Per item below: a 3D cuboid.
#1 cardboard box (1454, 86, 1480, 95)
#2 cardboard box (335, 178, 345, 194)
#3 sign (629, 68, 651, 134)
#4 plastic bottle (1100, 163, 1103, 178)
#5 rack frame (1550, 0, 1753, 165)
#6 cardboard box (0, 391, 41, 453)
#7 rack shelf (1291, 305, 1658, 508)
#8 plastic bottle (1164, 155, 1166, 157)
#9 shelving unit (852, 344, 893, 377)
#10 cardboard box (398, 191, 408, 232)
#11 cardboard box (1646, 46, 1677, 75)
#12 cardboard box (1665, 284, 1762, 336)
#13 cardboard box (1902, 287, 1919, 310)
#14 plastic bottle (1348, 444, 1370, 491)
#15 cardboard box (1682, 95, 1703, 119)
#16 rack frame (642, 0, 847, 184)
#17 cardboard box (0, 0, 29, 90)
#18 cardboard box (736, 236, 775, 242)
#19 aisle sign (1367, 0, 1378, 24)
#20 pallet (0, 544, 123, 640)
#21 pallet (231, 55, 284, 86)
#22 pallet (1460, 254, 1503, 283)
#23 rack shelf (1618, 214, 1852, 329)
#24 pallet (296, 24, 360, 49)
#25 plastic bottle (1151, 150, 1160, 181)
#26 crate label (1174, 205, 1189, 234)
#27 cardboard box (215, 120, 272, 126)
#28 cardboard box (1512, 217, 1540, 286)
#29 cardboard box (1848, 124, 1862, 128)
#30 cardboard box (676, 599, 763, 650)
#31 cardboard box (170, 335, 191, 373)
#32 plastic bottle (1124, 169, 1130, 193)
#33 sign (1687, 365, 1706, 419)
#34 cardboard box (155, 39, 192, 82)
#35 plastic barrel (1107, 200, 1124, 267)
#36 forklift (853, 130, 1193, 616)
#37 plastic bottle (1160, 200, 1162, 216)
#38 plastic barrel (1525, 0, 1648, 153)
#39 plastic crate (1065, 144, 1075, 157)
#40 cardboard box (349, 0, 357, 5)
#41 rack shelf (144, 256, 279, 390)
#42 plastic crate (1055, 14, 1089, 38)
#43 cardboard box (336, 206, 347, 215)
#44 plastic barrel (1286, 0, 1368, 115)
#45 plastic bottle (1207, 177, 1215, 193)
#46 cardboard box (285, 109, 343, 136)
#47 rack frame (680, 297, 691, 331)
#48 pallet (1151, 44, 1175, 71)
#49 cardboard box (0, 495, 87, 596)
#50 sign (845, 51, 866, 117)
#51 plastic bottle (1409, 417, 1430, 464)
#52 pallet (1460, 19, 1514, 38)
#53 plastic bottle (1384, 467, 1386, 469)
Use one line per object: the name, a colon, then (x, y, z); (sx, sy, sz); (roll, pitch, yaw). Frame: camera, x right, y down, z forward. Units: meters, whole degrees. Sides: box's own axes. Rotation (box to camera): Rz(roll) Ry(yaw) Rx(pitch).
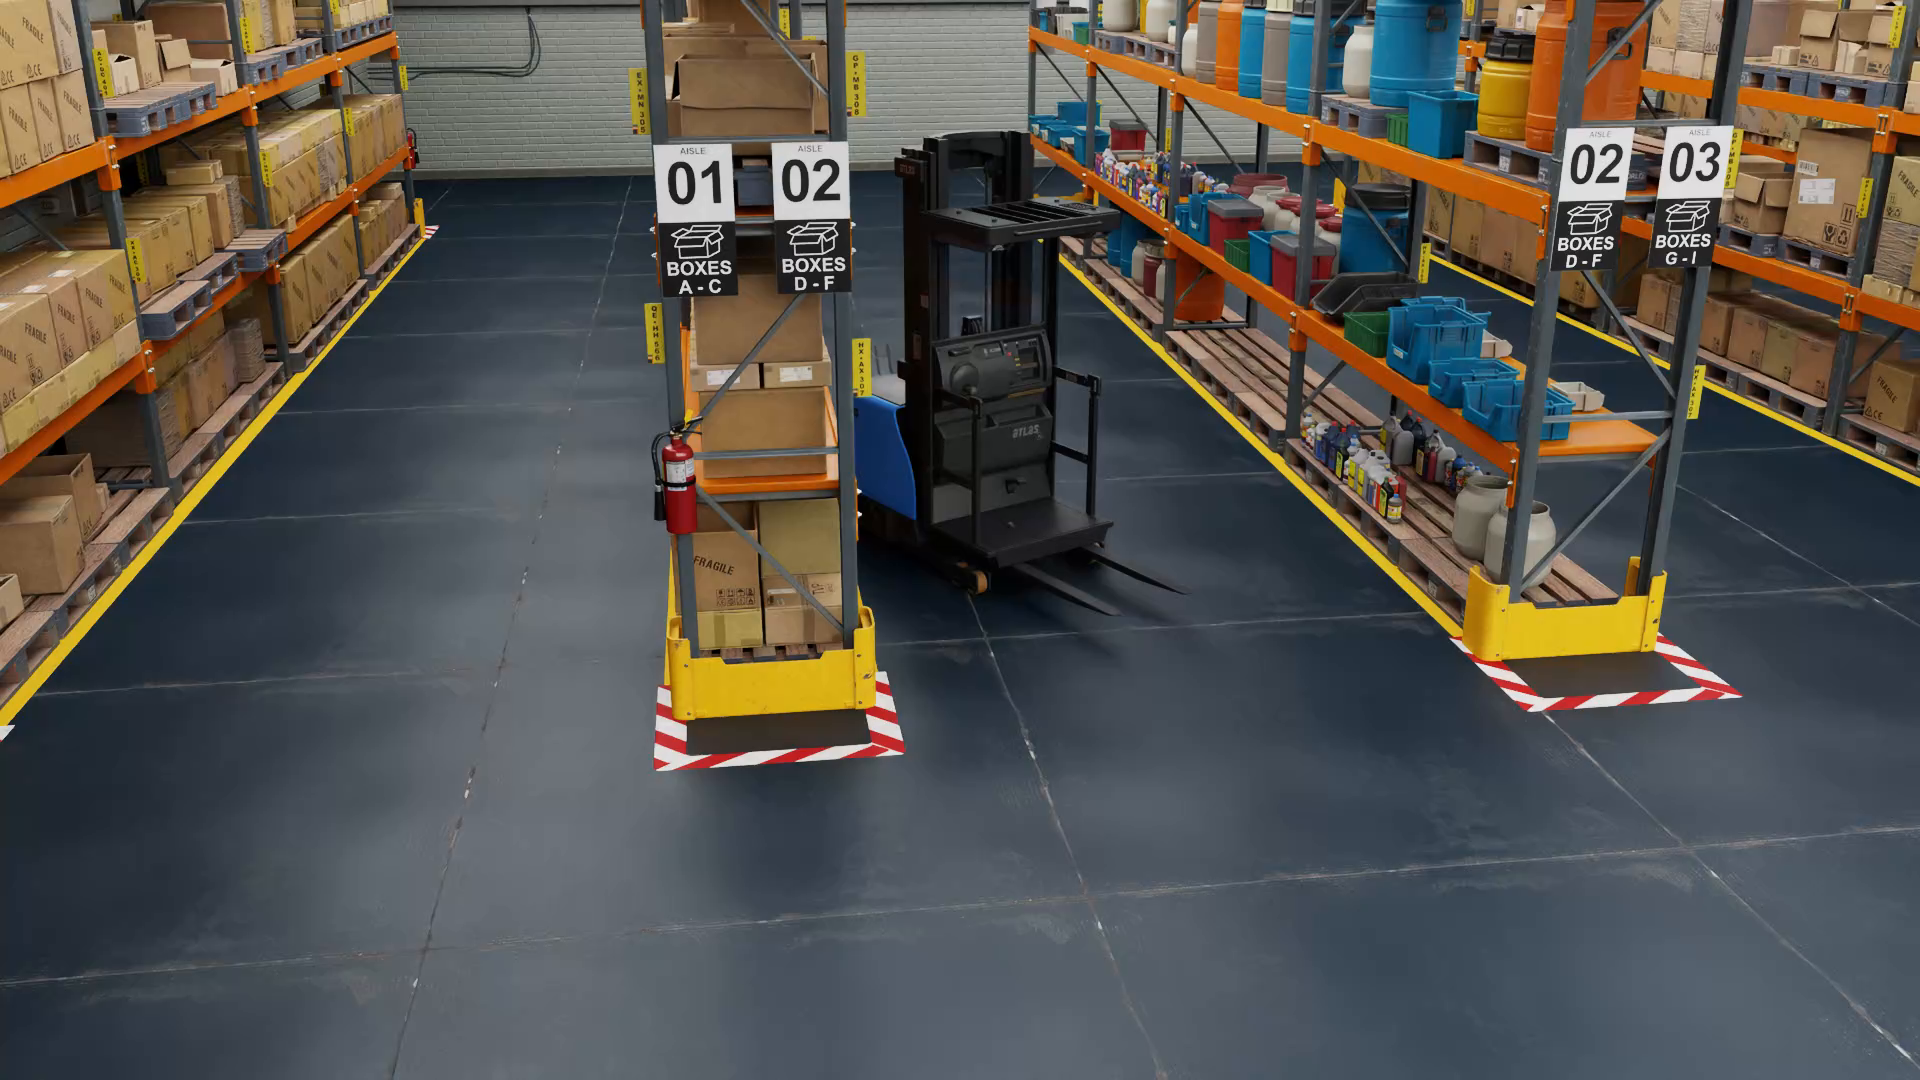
cardboard box: (6.656, -5.692, 21.887); (0.500, 0.500, 0.500); (-2, 21, -6)
cardboard box: (-7.329, -4.079, 19.182); (0.380, 0.149, 0.250); (-3, 21, -7)
sign: (-1.626, -2.233, 8.469); (0.100, 0.325, 0.005); (-3, 21, -8)
plastic bottle: (1.770, -4.550, 20.394); (0.097, 0.201, 0.097); (0, 20, 0)
rack frame: (3.815, -3.532, 8.811); (1.000, 3.000, 0.127); (-3, 21, -8)
cardboard box: (-5.901, -0.702, 9.993); (0.500, 0.250, 0.500); (-3, 21, -9)
rack shelf: (3.527, -1.077, 11.841); (1.077, 0.370, 4.000); (-3, 21, -8)
plastic bottle: (2.515, -4.572, 20.346); (0.152, 0.276, 0.135); (-3, 21, -8)
shelving unit: (-0.622, -0.900, 12.891); (0.258, 1.200, 0.189); (-13, 11, -32)
cardboard box: (-8.095, -4.550, 23.084); (0.700, 0.500, 0.500); (-3, 21, -8)
cardboard box: (7.379, -4.901, 16.977); (0.500, 0.250, 0.500); (-3, 21, -7)
cardboard box: (7.772, -2.354, 17.175); (0.700, 0.500, 0.500); (-5, 21, -12)
cardboard box: (7.960, -1.977, 13.580); (0.380, 0.149, 0.250); (-3, 21, -8)
plastic bottle: (3.033, -0.559, 12.582); (0.144, 0.351, 0.185); (-3, 21, -8)
cardboard box: (11.227, -6.559, 24.922); (0.500, 0.500, 0.500); (-3, 21, -8)
rack frame: (-1.087, -3.283, 8.146); (1.000, 3.000, 0.127); (-3, 21, -8)
cardboard box: (-6.049, -3.007, 10.093); (0.500, 0.500, 0.500); (-4, 21, -10)
cardboard box: (-1.304, -1.664, 10.388); (0.700, 0.500, 0.500); (-3, 21, -8)
aisle sign: (6.103, -7.739, 24.933); (0.394, 0.787, 0.004); (-3, 21, -8)
pallet: (-6.254, 0.354, 10.968); (1.003, 0.211, 1.213); (-3, 21, -8)
pallet: (-7.287, -4.529, 16.037); (1.213, 0.211, 1.003); (-2, 21, -5)
pallet: (7.173, -3.556, 21.437); (1.003, 0.211, 1.213); (-3, 21, -8)
rack shelf: (7.852, -2.712, 16.218); (1.077, 0.370, 4.000); (-3, 21, -8)
pallet: (-7.826, -6.024, 19.898); (1.003, 0.211, 1.213); (-3, 21, -8)
plastic bottle: (2.399, -4.544, 20.166); (0.144, 0.351, 0.185); (-3, 21, -8)
crate label: (2.352, -3.248, 16.865); (0.303, 0.233, 0.416); (-3, 21, -8)
cardboard box: (-7.750, -4.397, 18.033); (0.500, 0.250, 0.500); (-4, 21, -10)
cardboard box: (7.364, -3.492, 19.714); (1.225, 0.875, 0.875); (-3, 21, -8)
cardboard box: (11.588, -5.221, 21.242); (0.380, 0.149, 0.250); (-2, 21, -6)
cardboard box: (-1.457, 0.448, 10.060); (0.500, 0.250, 0.500); (-3, 21, -8)
cardboard box: (-6.833, -1.579, 14.030); (0.500, 0.250, 0.500); (-4, 21, -9)
plastic bottle: (1.946, -4.160, 19.252); (0.097, 0.271, 0.097); (0, 20, 0)
sign: (4.360, -0.877, 9.883); (0.100, 0.325, 0.005); (-3, 21, -8)
cardboard box: (-7.046, -4.001, 14.178); (0.797, 0.503, 0.637); (0, 20, 0)
plastic barrel: (2.147, -3.901, 20.772); (0.600, 0.901, 0.708); (-3, 21, -8)
forklift: (0.358, -1.195, 11.226); (1.130, 2.935, 3.031); (-14, 25, -33)
plastic bottle: (2.183, -3.558, 17.738); (0.097, 0.201, 0.097); (0, 20, 0)
plastic barrel: (3.620, -2.686, 9.621); (0.600, 0.830, 0.708); (-3, 21, -8)
plastic crate: (1.658, -5.149, 22.024); (0.437, 0.125, 0.590); (-3, 21, -8)
cardboard box: (-7.624, -6.745, 20.101); (0.500, 0.500, 0.500); (-3, 21, -9)
rack shelf: (-6.853, -1.962, 14.211); (1.077, 0.370, 4.000); (-3, 21, -8)
plastic crate: (1.523, -6.828, 22.093); (0.437, 0.282, 0.530); (-3, 21, -8)
cardboard box: (-8.017, -4.184, 21.176); (0.380, 0.149, 0.250); (-4, 21, -9)
plastic barrel: (2.951, -3.912, 13.398); (0.600, 0.901, 0.708); (-3, 21, -8)
plastic bottle: (2.811, -3.925, 18.622); (0.097, 0.271, 0.097); (0, 20, 0)
cardboard box: (-7.398, -4.775, 19.044); (0.500, 0.250, 0.500); (-2, 21, -6)
rack frame: (-1.663, -1.858, 12.903); (1.000, 3.000, 0.127); (-3, 21, -8)
pallet: (2.649, -5.078, 17.507); (1.003, 0.211, 1.213); (-3, 21, -8)
cardboard box: (-6.137, 0.045, 10.752); (0.700, 0.500, 0.500); (-4, 21, -11)
sign: (-0.537, -2.351, 8.573); (0.100, 0.325, 0.005); (-3, 21, -8)
plastic bottle: (3.644, -0.797, 13.219); (0.144, 0.351, 0.185); (-4, 21, -10)
pallet: (6.879, -6.774, 21.904); (1.003, 0.211, 1.213); (-3, 21, -8)
plastic bottle: (3.173, -0.446, 12.493); (0.097, 0.201, 0.097); (0, 20, 0)
